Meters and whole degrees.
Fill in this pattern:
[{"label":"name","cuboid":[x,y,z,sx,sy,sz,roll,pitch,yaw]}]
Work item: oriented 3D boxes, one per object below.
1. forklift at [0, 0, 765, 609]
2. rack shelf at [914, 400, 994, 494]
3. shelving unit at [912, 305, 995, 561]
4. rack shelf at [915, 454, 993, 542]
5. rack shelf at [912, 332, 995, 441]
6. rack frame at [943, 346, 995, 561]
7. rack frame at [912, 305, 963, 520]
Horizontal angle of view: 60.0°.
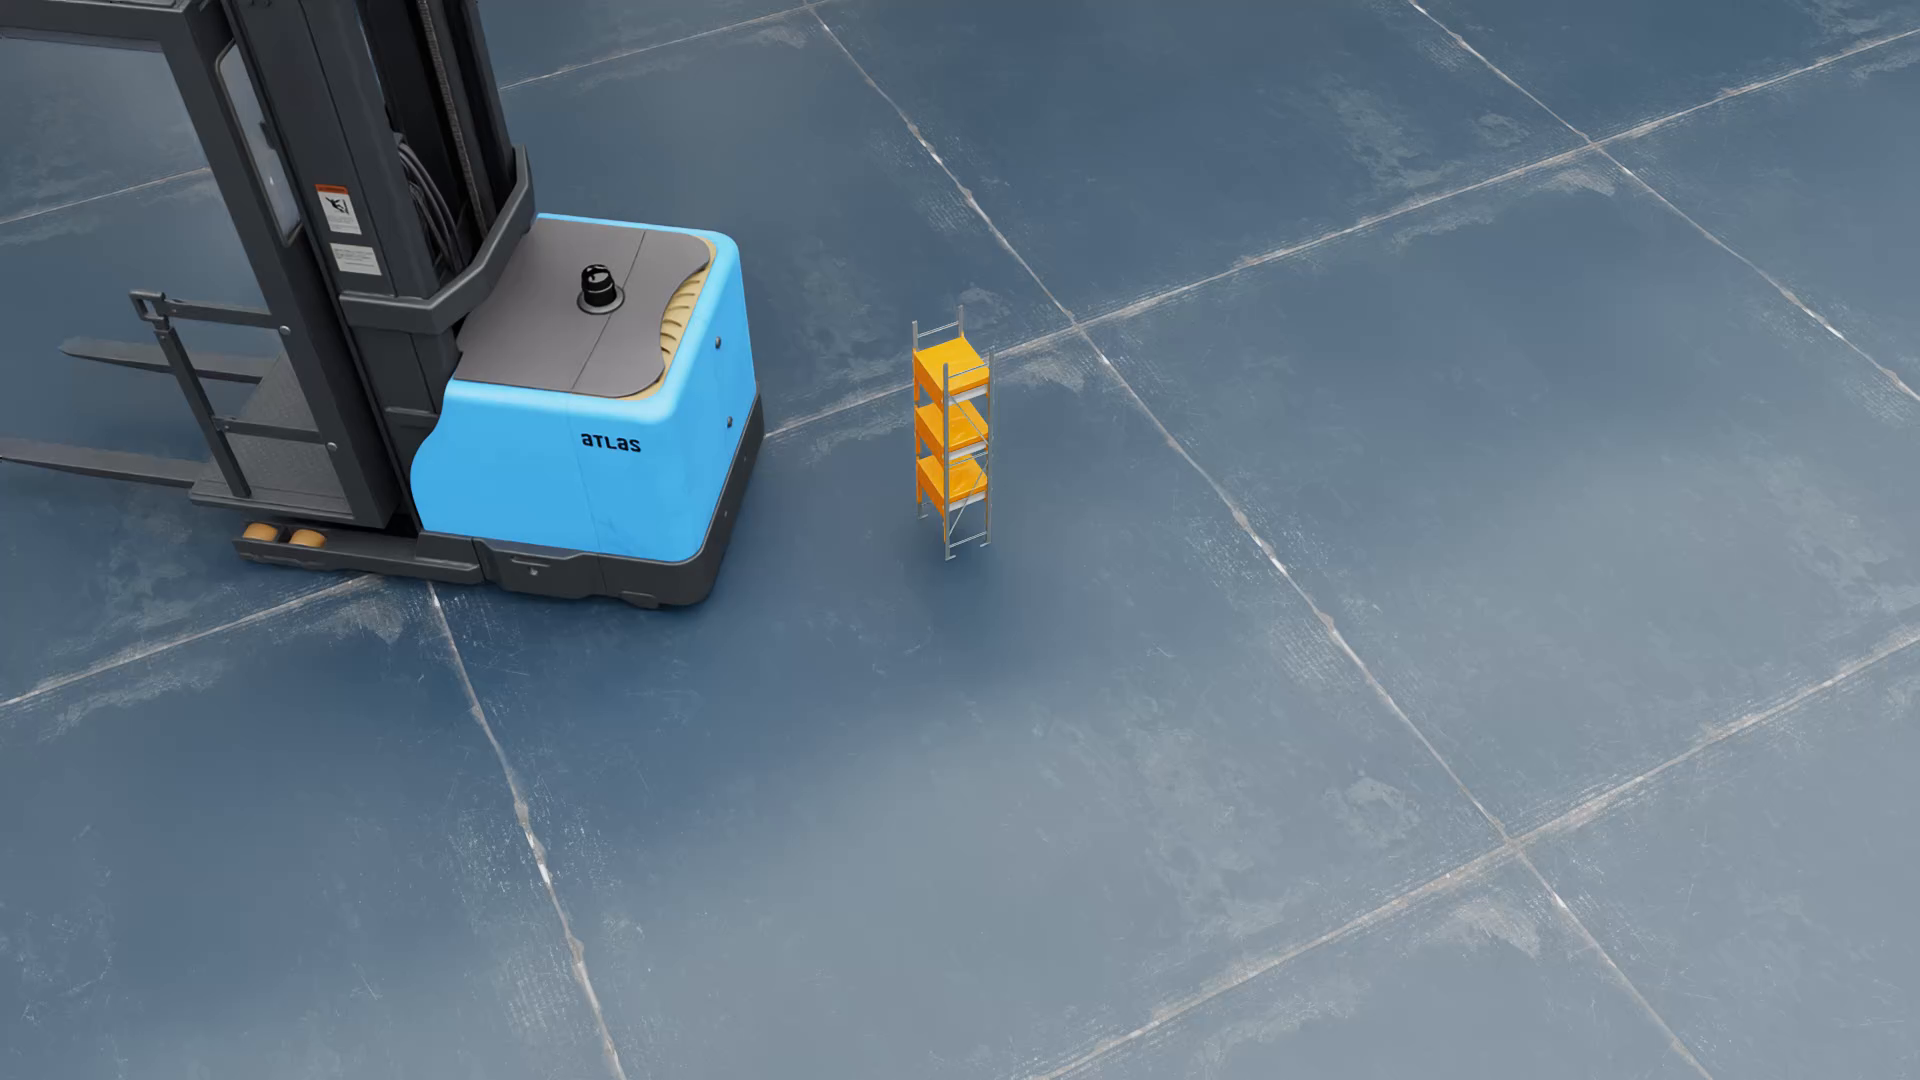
[{"label":"forklift","cuboid":[-2.379,-1.233,5.774,3.031,2.935,1.130,7,49,6]},{"label":"rack shelf","cuboid":[-0.024,-0.374,6.287,0.215,0.259,0.240,-21,52,-18]},{"label":"shelving unit","cuboid":[-0.024,-0.381,6.279,0.215,1.050,0.252,-21,52,-18]},{"label":"rack shelf","cuboid":[-0.024,-0.191,6.496,0.215,0.259,0.240,-21,52,-18]},{"label":"rack shelf","cuboid":[-0.024,-0.561,6.073,0.215,0.259,0.240,-21,52,-18]},{"label":"rack frame","cuboid":[0.031,-0.300,6.207,0.200,1.050,0.008,-21,52,-18]},{"label":"rack frame","cuboid":[-0.080,-0.463,6.350,0.200,1.050,0.008,-21,52,-18]}]
